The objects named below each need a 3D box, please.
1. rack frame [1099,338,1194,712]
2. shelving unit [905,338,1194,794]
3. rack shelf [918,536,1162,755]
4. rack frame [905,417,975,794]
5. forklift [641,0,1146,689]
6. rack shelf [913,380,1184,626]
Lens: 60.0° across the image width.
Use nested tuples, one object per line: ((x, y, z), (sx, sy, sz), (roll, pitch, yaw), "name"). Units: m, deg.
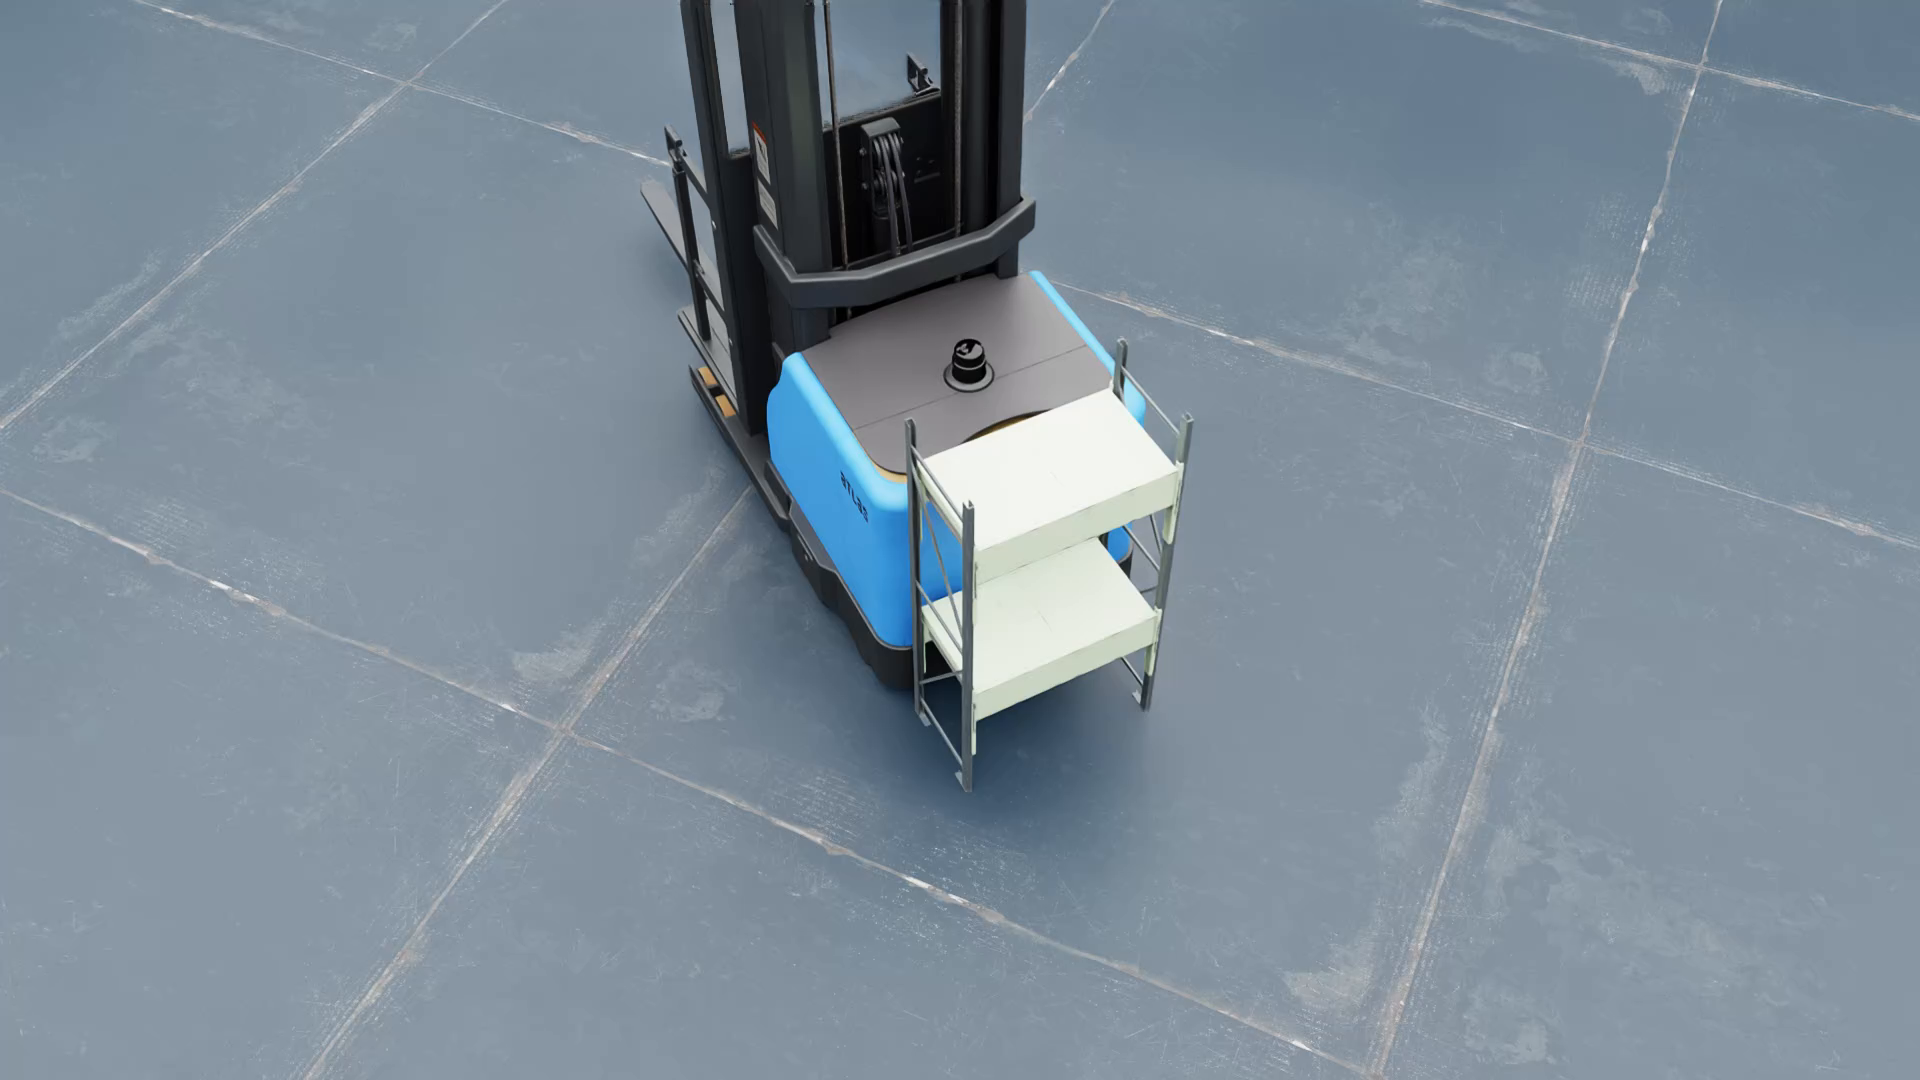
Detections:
((0.587, 0.001, 5.579), (0.023, 1.500, 0.400), (-22, 53, -18), "rack frame")
((0.263, 0.132, 5.468), (0.755, 1.500, 0.431), (-22, 53, -18), "shelving unit")
((0.263, 0.343, 5.717), (0.720, 0.370, 0.431), (-22, 53, -18), "rack shelf")
((-0.060, 0.262, 5.357), (0.023, 1.500, 0.400), (-22, 53, -18), "rack frame")
((-0.482, -1.543, 5.953), (1.130, 2.935, 3.031), (-21, 53, -17), "forklift")
((0.263, -0.121, 5.171), (0.720, 0.370, 0.431), (-22, 53, -18), "rack shelf")
